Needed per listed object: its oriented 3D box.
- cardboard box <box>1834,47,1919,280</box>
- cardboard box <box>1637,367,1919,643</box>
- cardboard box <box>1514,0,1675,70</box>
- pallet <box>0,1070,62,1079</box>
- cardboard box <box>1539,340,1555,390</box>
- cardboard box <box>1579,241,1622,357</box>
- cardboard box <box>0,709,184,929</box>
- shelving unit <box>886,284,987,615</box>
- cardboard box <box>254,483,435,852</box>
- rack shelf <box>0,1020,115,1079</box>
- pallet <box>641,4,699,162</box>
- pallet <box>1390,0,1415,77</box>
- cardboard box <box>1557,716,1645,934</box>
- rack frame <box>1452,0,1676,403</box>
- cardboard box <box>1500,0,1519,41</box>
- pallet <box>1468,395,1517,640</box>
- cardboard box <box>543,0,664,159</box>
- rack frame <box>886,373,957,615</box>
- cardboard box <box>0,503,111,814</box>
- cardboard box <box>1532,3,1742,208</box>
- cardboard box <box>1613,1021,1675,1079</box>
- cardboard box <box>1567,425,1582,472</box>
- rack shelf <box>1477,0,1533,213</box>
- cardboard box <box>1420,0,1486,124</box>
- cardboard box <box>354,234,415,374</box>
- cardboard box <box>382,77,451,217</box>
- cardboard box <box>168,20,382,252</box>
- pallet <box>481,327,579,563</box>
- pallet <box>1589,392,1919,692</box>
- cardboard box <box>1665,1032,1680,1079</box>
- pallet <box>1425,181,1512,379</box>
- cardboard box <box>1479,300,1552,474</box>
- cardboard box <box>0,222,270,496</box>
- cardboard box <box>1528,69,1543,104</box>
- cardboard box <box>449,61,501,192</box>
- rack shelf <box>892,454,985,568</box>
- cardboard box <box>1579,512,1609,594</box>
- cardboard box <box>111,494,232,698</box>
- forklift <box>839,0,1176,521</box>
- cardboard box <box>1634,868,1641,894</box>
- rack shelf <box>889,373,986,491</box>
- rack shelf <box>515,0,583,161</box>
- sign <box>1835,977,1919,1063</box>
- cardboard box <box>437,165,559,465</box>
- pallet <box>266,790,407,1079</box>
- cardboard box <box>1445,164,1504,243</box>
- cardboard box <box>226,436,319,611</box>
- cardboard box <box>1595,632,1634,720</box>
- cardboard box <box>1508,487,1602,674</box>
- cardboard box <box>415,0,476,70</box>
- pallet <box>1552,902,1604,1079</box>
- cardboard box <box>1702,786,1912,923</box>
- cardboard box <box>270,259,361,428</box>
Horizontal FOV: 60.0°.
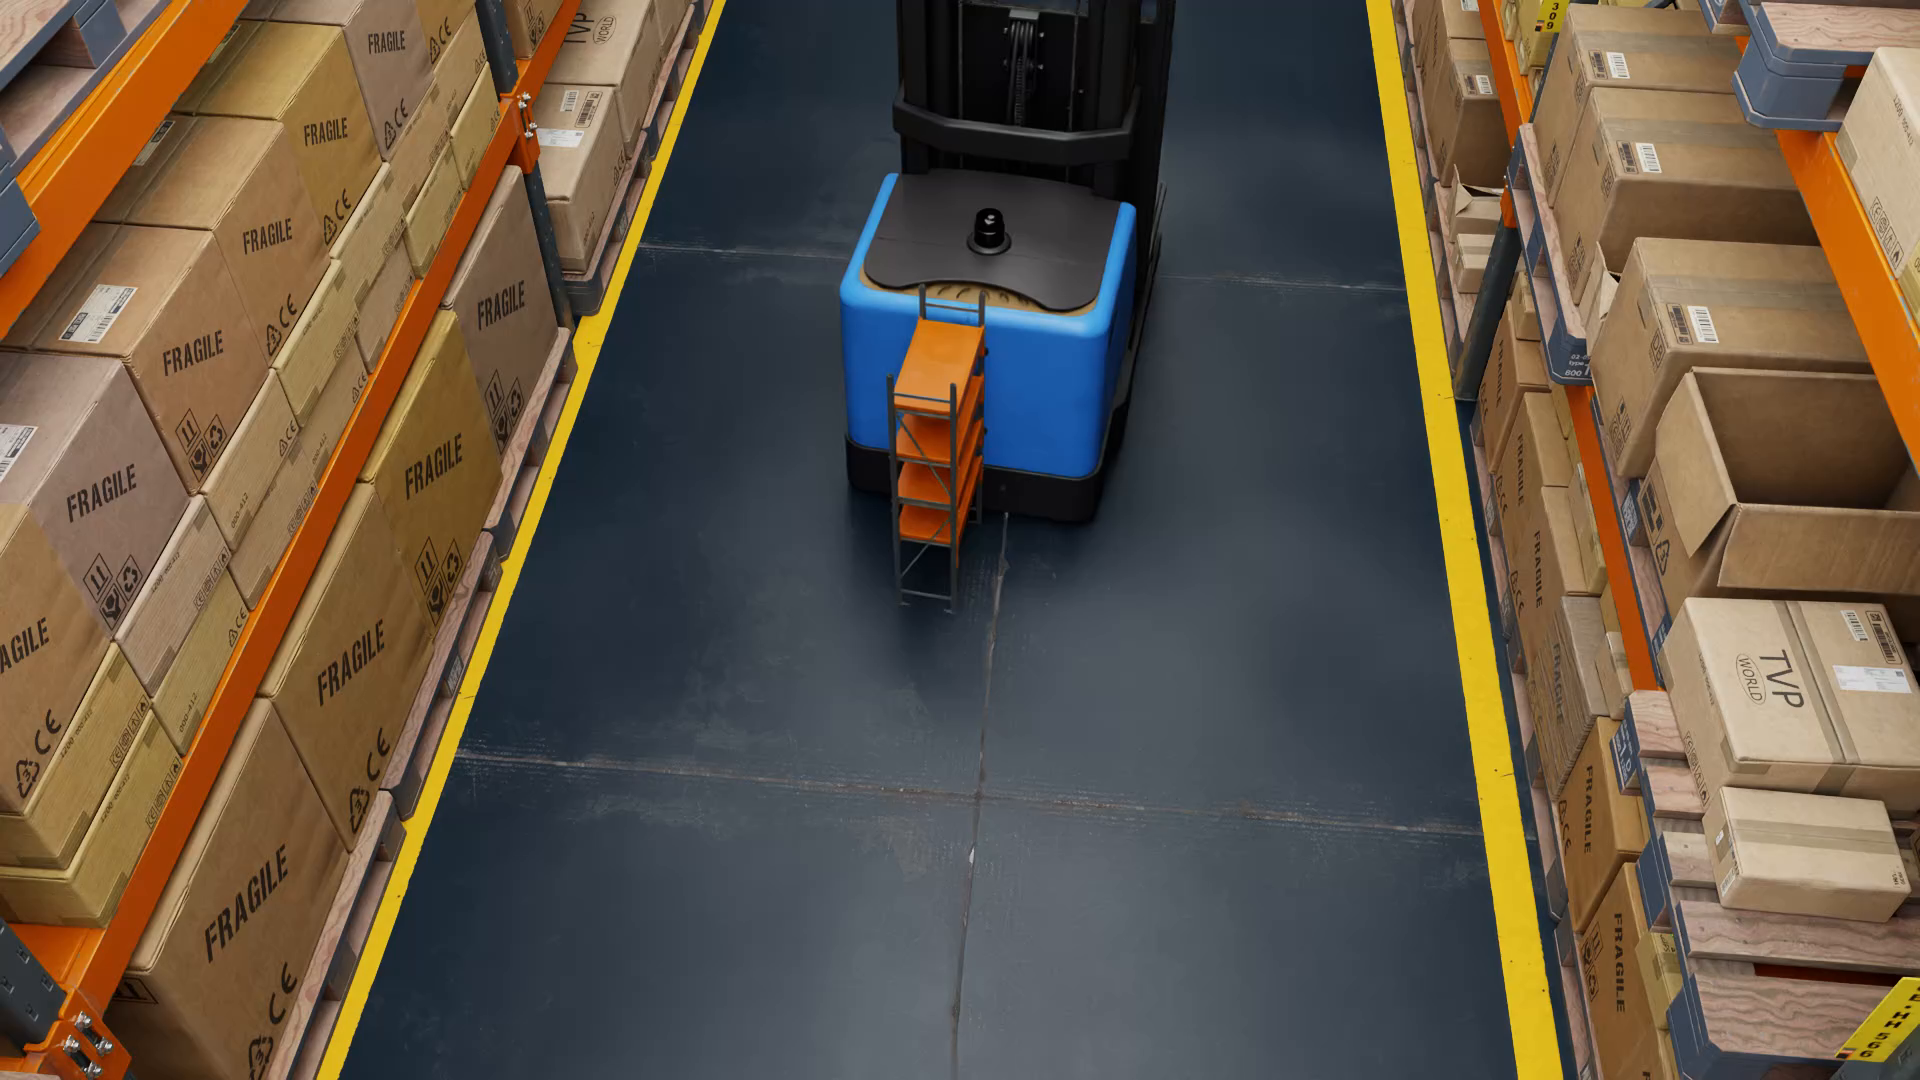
[{"bbox_3d":[2.208,-0.786,3.505,0.500,0.250,0.500,4,48,4],"label":"cardboard box"},{"bbox_3d":[2.277,-0.082,4.438,0.797,0.503,0.637,3,48,3],"label":"cardboard box"},{"bbox_3d":[2.481,-2.074,6.514,0.500,0.250,0.500,5,48,5],"label":"cardboard box"},{"bbox_3d":[-2.589,1.571,3.411,1.213,0.211,1.003,4,48,4],"label":"pallet"},{"bbox_3d":[2.431,-0.696,6.323,0.380,0.149,0.250,3,48,2],"label":"cardboard box"},{"bbox_3d":[2.169,-0.735,5.196,0.396,0.266,0.258,6,48,5],"label":"cardboard box"},{"bbox_3d":[-2.335,0.683,4.194,0.500,0.250,0.500,3,48,3],"label":"cardboard box"},{"bbox_3d":[-0.079,-0.313,6.223,0.258,1.200,0.503,9,48,8],"label":"shelving unit"},{"bbox_3d":[-2.399,0.393,5.513,0.875,0.875,0.875,4,48,4],"label":"cardboard box"},{"bbox_3d":[-2.813,2.687,2.747,1.077,0.370,4.000,4,48,4],"label":"rack shelf"},{"bbox_3d":[-2.010,-2.476,8.871,1.003,0.211,1.213,4,48,4],"label":"pallet"},{"bbox_3d":[2.963,-2.990,9.342,1.003,0.211,1.213,4,48,4],"label":"pallet"},{"bbox_3d":[2.238,0.931,5.275,0.500,0.500,0.500,6,48,5],"label":"cardboard box"},{"bbox_3d":[2.677,-1.633,6.211,1.000,3.000,0.127,4,48,4],"label":"rack frame"},{"bbox_3d":[2.457,-2.185,6.886,0.380,0.149,0.250,5,48,5],"label":"cardboard box"},{"bbox_3d":[2.641,-0.092,6.691,1.003,0.211,1.213,4,48,4],"label":"pallet"},{"bbox_3d":[-2.021,-2.353,8.321,0.875,0.438,0.875,3,48,2],"label":"cardboard box"},{"bbox_3d":[-0.130,-0.137,6.062,0.240,1.200,0.015,9,48,8],"label":"rack frame"},{"bbox_3d":[-2.342,0.258,3.736,0.500,0.500,0.500,2,48,2],"label":"cardboard box"},{"bbox_3d":[2.410,-1.468,5.708,0.700,0.500,0.500,5,48,5],"label":"cardboard box"},{"bbox_3d":[2.137,1.683,4.588,0.500,0.500,0.500,5,48,5],"label":"cardboard box"},{"bbox_3d":[2.408,-0.304,5.965,0.380,0.149,0.250,3,48,3],"label":"cardboard box"},{"bbox_3d":[2.860,-2.860,7.821,1.077,0.370,4.000,4,48,4],"label":"rack shelf"},{"bbox_3d":[2.627,-2.420,8.340,0.500,0.500,0.500,5,48,4],"label":"cardboard box"},{"bbox_3d":[-2.168,-0.823,5.572,0.500,0.250,0.500,3,48,2],"label":"cardboard box"},{"bbox_3d":[-2.102,-1.374,5.737,0.500,0.250,0.500,5,48,4],"label":"cardboard box"},{"bbox_3d":[-2.162,-1.238,5.105,0.500,0.500,0.500,5,48,5],"label":"cardboard box"},{"bbox_3d":[-2.261,-0.451,7.020,1.003,0.211,1.213,4,48,4],"label":"pallet"},{"bbox_3d":[2.485,-0.059,4.901,1.003,0.211,1.213,4,48,4],"label":"pallet"},{"bbox_3d":[2.106,1.409,4.398,0.380,0.149,0.250,2,48,2],"label":"cardboard box"},{"bbox_3d":[2.741,-1.197,7.702,1.003,0.211,1.213,4,48,4],"label":"pallet"},{"bbox_3d":[2.409,-0.591,6.667,0.500,0.500,0.500,6,48,5],"label":"cardboard box"},{"bbox_3d":[-2.244,-0.486,4.417,0.500,0.500,0.500,5,48,5],"label":"cardboard box"},{"bbox_3d":[2.455,-1.800,6.534,0.380,0.149,0.250,4,48,4],"label":"cardboard box"},{"bbox_3d":[-2.056,-1.567,6.252,0.500,0.250,0.500,3,48,3],"label":"cardboard box"},{"bbox_3d":[-0.079,-0.134,6.419,0.258,0.148,0.480,9,48,8],"label":"rack shelf"},{"bbox_3d":[2.323,0.059,5.633,0.380,0.149,0.250,5,48,5],"label":"cardboard box"},{"bbox_3d":[-2.290,0.121,4.369,0.500,0.250,0.500,5,48,4],"label":"cardboard box"},{"bbox_3d":[0.343,-2.174,6.752,1.130,2.935,3.031,9,48,8],"label":"forklift"},{"bbox_3d":[2.167,1.016,4.758,0.380,0.149,0.250,2,48,2],"label":"cardboard box"},{"bbox_3d":[-0.079,-0.419,6.108,0.258,0.148,0.480,9,48,8],"label":"rack shelf"},{"bbox_3d":[-2.084,-3.191,8.123,1.077,0.370,4.000,4,48,4],"label":"rack shelf"},{"bbox_3d":[1.771,0.912,3.152,0.100,0.325,0.005,4,48,4],"label":"sign"},{"bbox_3d":[-2.243,-0.928,6.721,0.875,0.875,0.875,5,48,5],"label":"cardboard box"},{"bbox_3d":[-2.484,1.342,5.380,1.003,0.211,1.213,4,48,4],"label":"pallet"},{"bbox_3d":[2.468,-1.544,7.697,0.396,0.266,0.258,5,48,5],"label":"cardboard box"},{"bbox_3d":[-2.253,-0.081,4.893,0.500,0.250,0.500,5,48,5],"label":"cardboard box"},{"bbox_3d":[2.254,0.437,5.288,0.380,0.149,0.250,2,48,2],"label":"cardboard box"},{"bbox_3d":[2.321,0.167,5.974,0.500,0.500,0.500,3,48,2],"label":"cardboard box"},{"bbox_3d":[-2.057,-1.990,5.792,0.500,0.500,0.500,5,48,5],"label":"cardboard box"},{"bbox_3d":[2.418,1.701,5.051,1.003,0.211,1.213,4,48,4],"label":"pallet"},{"bbox_3d":[1.991,0.741,3.925,0.380,0.149,0.250,5,48,4],"label":"cardboard box"},{"bbox_3d":[-2.173,-0.616,5.043,0.500,0.250,0.500,5,48,4],"label":"cardboard box"}]
